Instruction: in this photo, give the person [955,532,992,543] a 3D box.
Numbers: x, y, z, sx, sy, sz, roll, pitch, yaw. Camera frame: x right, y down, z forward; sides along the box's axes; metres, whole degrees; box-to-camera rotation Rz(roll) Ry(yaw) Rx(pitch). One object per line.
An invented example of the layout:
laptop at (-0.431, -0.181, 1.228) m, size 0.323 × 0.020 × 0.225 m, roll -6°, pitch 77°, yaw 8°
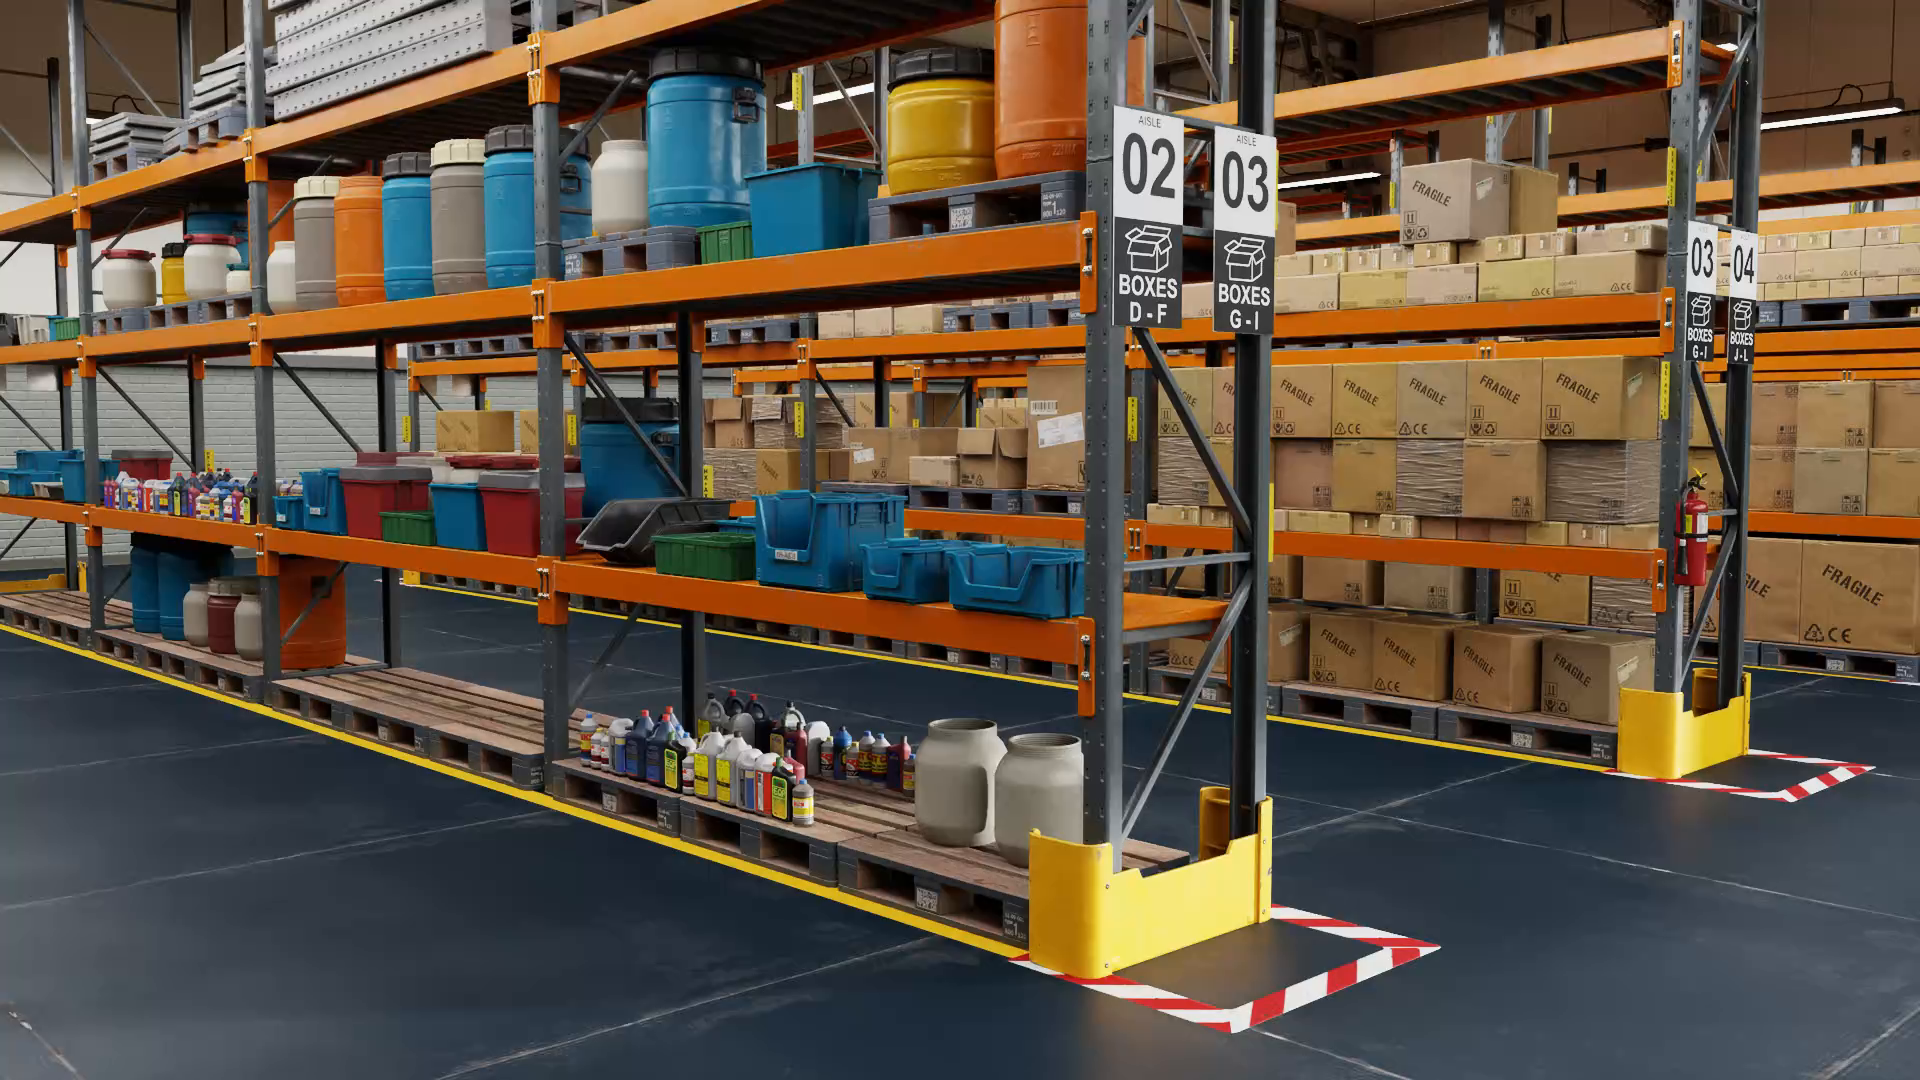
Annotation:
person at (0.134, -0.011, 17.591) m, size 0.349 × 1.654 × 0.503 m, roll -4°, pitch 6°, yaw -44°
